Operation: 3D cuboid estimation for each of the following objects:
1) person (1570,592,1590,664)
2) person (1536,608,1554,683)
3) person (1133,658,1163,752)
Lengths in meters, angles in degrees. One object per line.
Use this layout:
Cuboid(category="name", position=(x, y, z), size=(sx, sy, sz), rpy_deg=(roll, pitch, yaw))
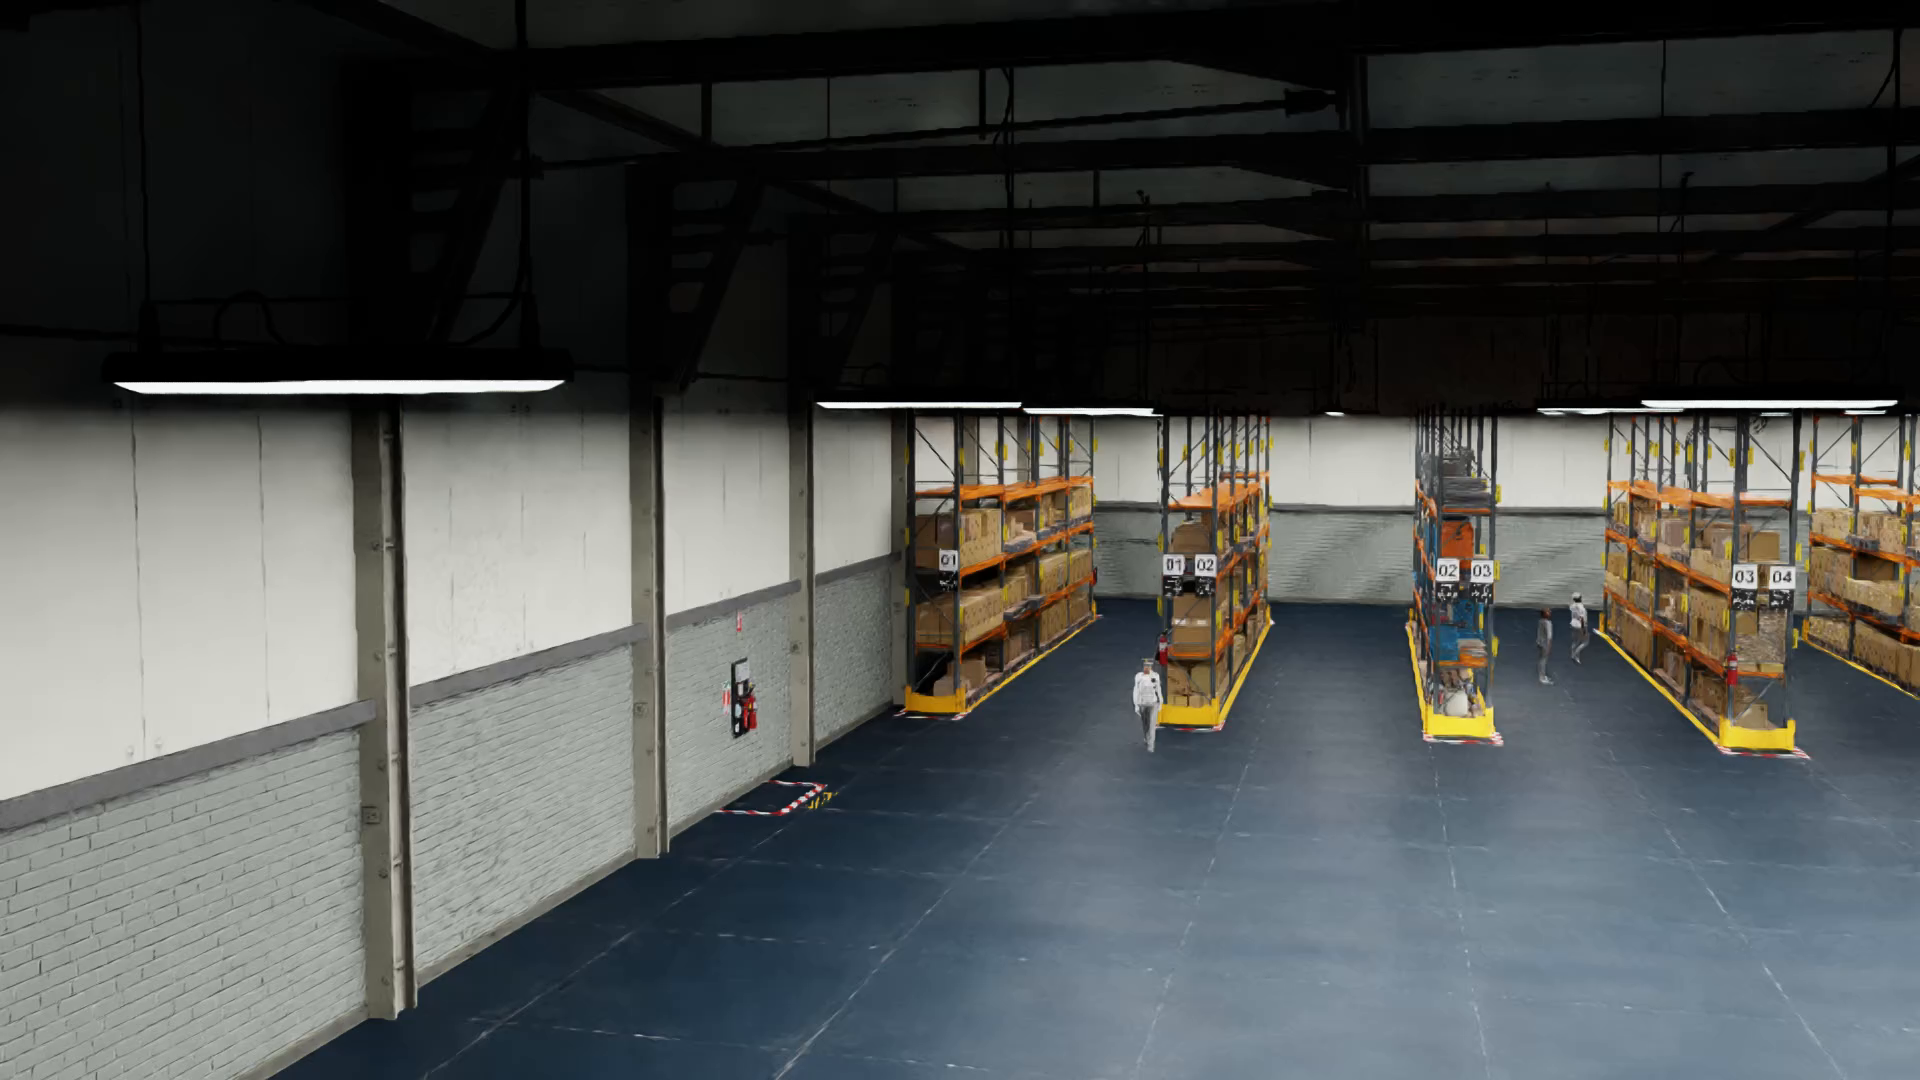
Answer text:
Cuboid(category="person", position=(14.426, 2.061, 38.822), size=(0.422, 1.674, 0.508), rpy_deg=(-1, 4, -17))
Cuboid(category="person", position=(12.742, 2.329, 36.156), size=(0.419, 1.499, 0.504), rpy_deg=(-1, 4, -13))
Cuboid(category="person", position=(3.241, 2.814, 28.788), size=(0.495, 1.587, 1.086), rpy_deg=(1, 4, 16))
